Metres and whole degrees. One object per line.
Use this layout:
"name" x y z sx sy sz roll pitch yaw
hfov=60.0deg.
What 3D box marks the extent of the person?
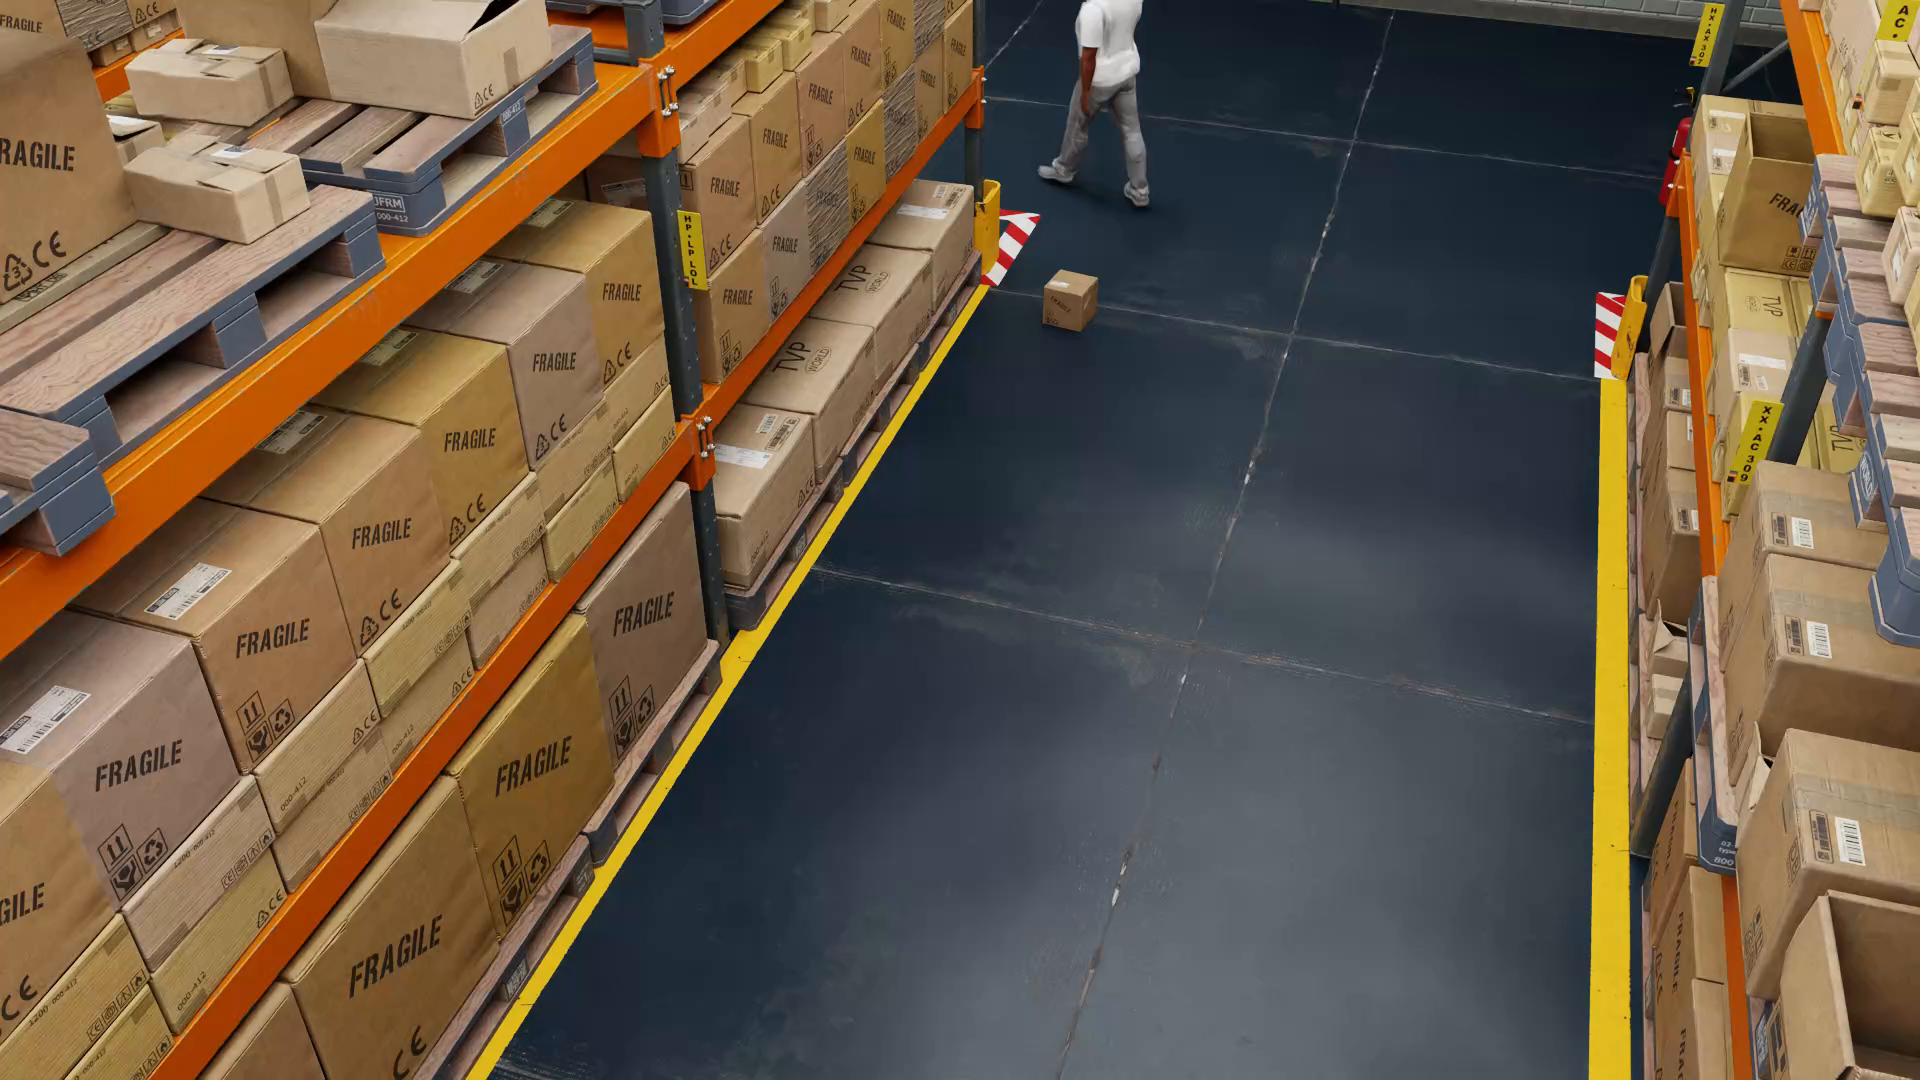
"person" 0.923 -3.125 11.022 0.661 1.728 0.926 -27 45 -31
